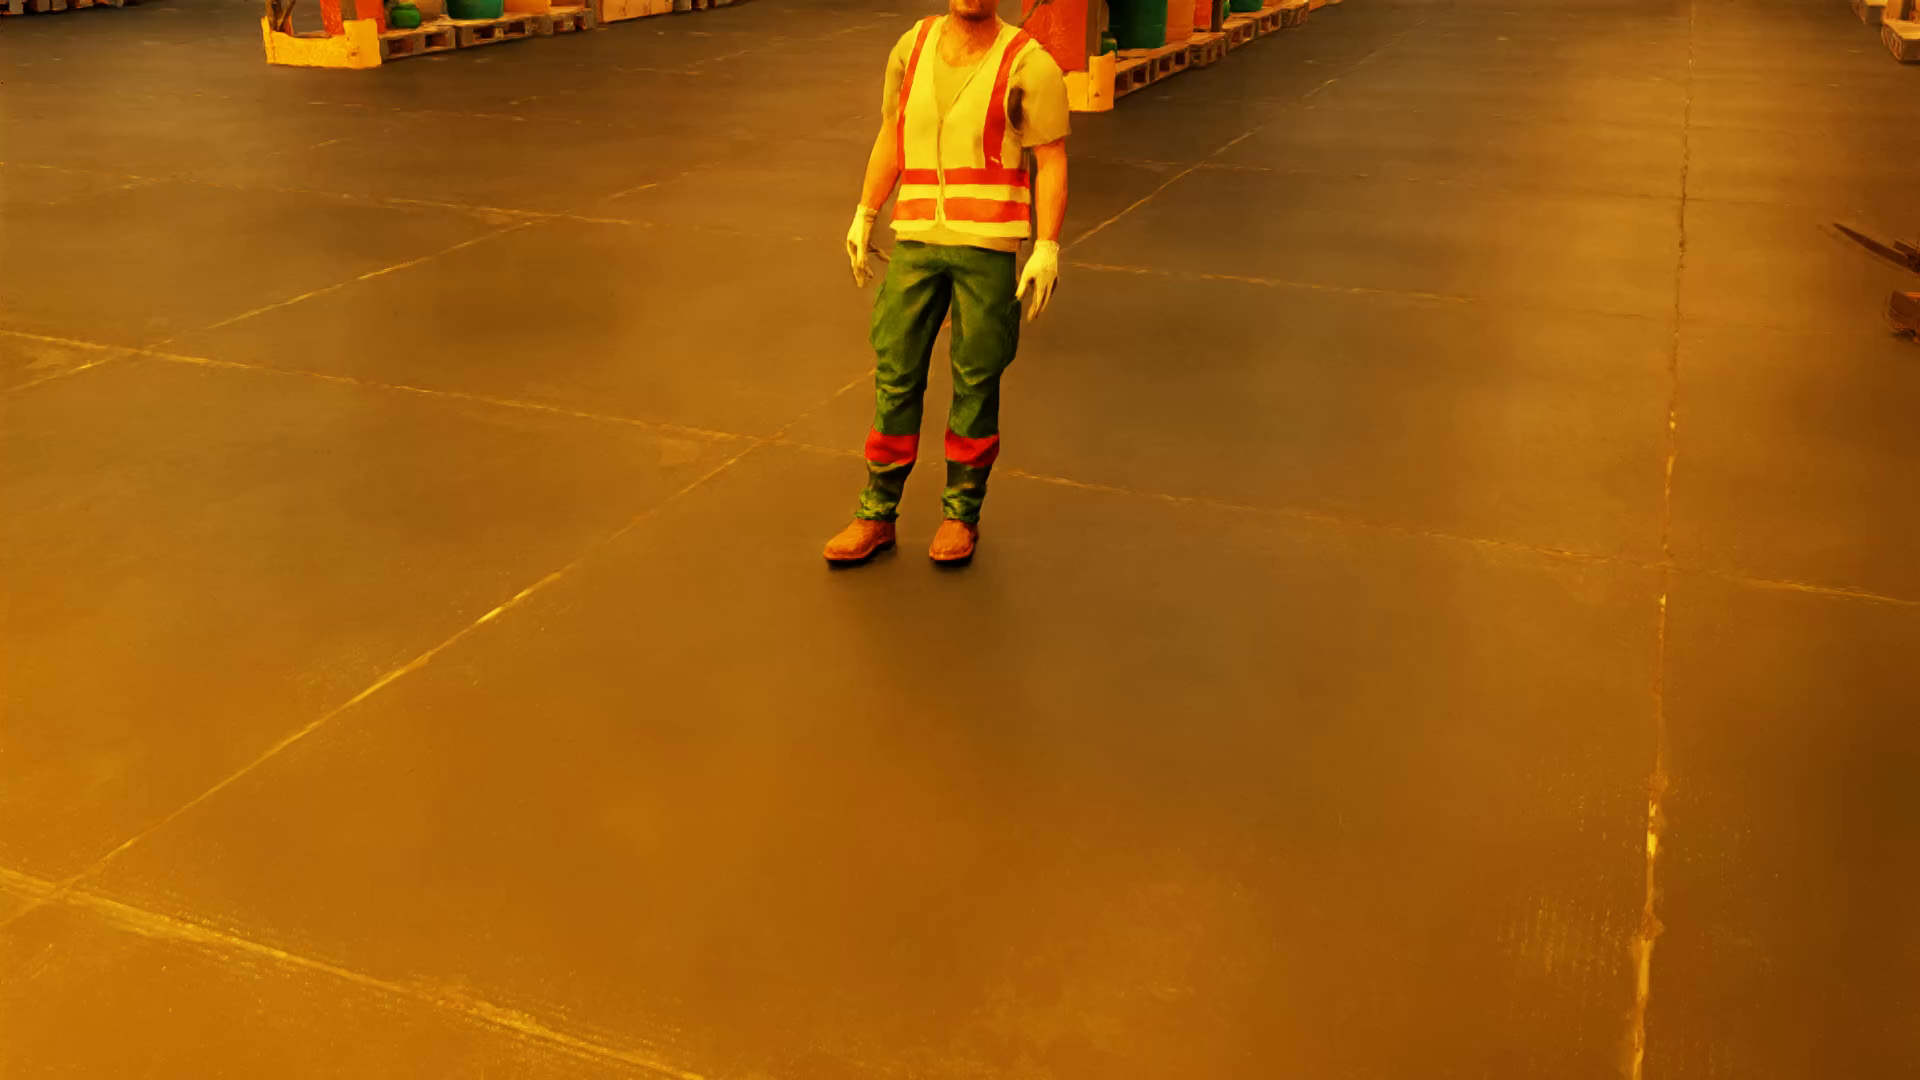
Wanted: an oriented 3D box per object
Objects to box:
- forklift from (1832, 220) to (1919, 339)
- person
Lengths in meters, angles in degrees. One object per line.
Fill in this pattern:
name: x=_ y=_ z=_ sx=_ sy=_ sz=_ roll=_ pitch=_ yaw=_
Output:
forklift: x=4.657 y=-2.167 z=6.478 sx=1.130 sy=2.935 sz=3.031 roll=1 pitch=23 yaw=2
person: x=-0.041 y=-0.805 z=4.681 sx=0.637 sy=1.787 sz=0.563 roll=9 pitch=24 yaw=21
